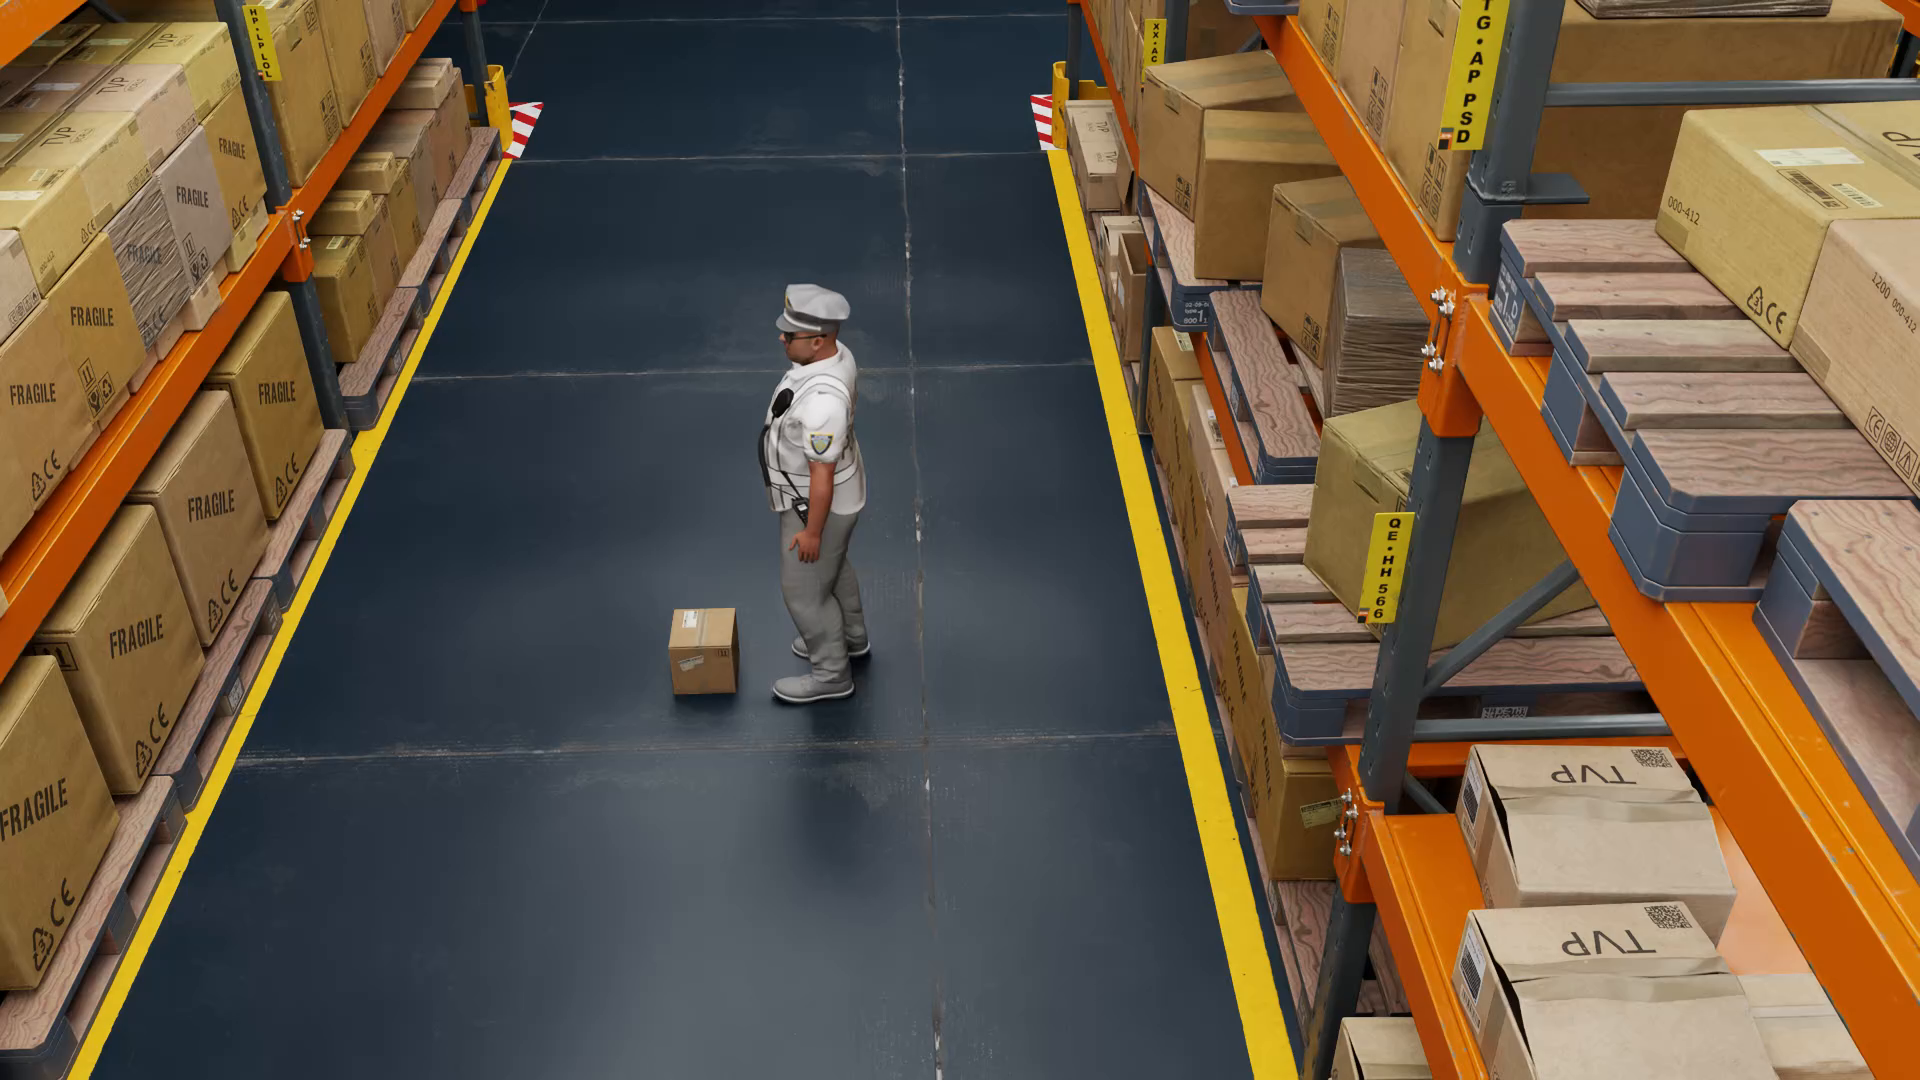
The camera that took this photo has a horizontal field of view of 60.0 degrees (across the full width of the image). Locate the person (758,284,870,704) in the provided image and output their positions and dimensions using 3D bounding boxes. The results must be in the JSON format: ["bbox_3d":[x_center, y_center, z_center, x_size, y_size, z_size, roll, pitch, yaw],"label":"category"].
[{"bbox_3d":[-0.560,-0.162,6.367,0.405,1.764,0.527,-1,35,-1],"label":"person"}]
